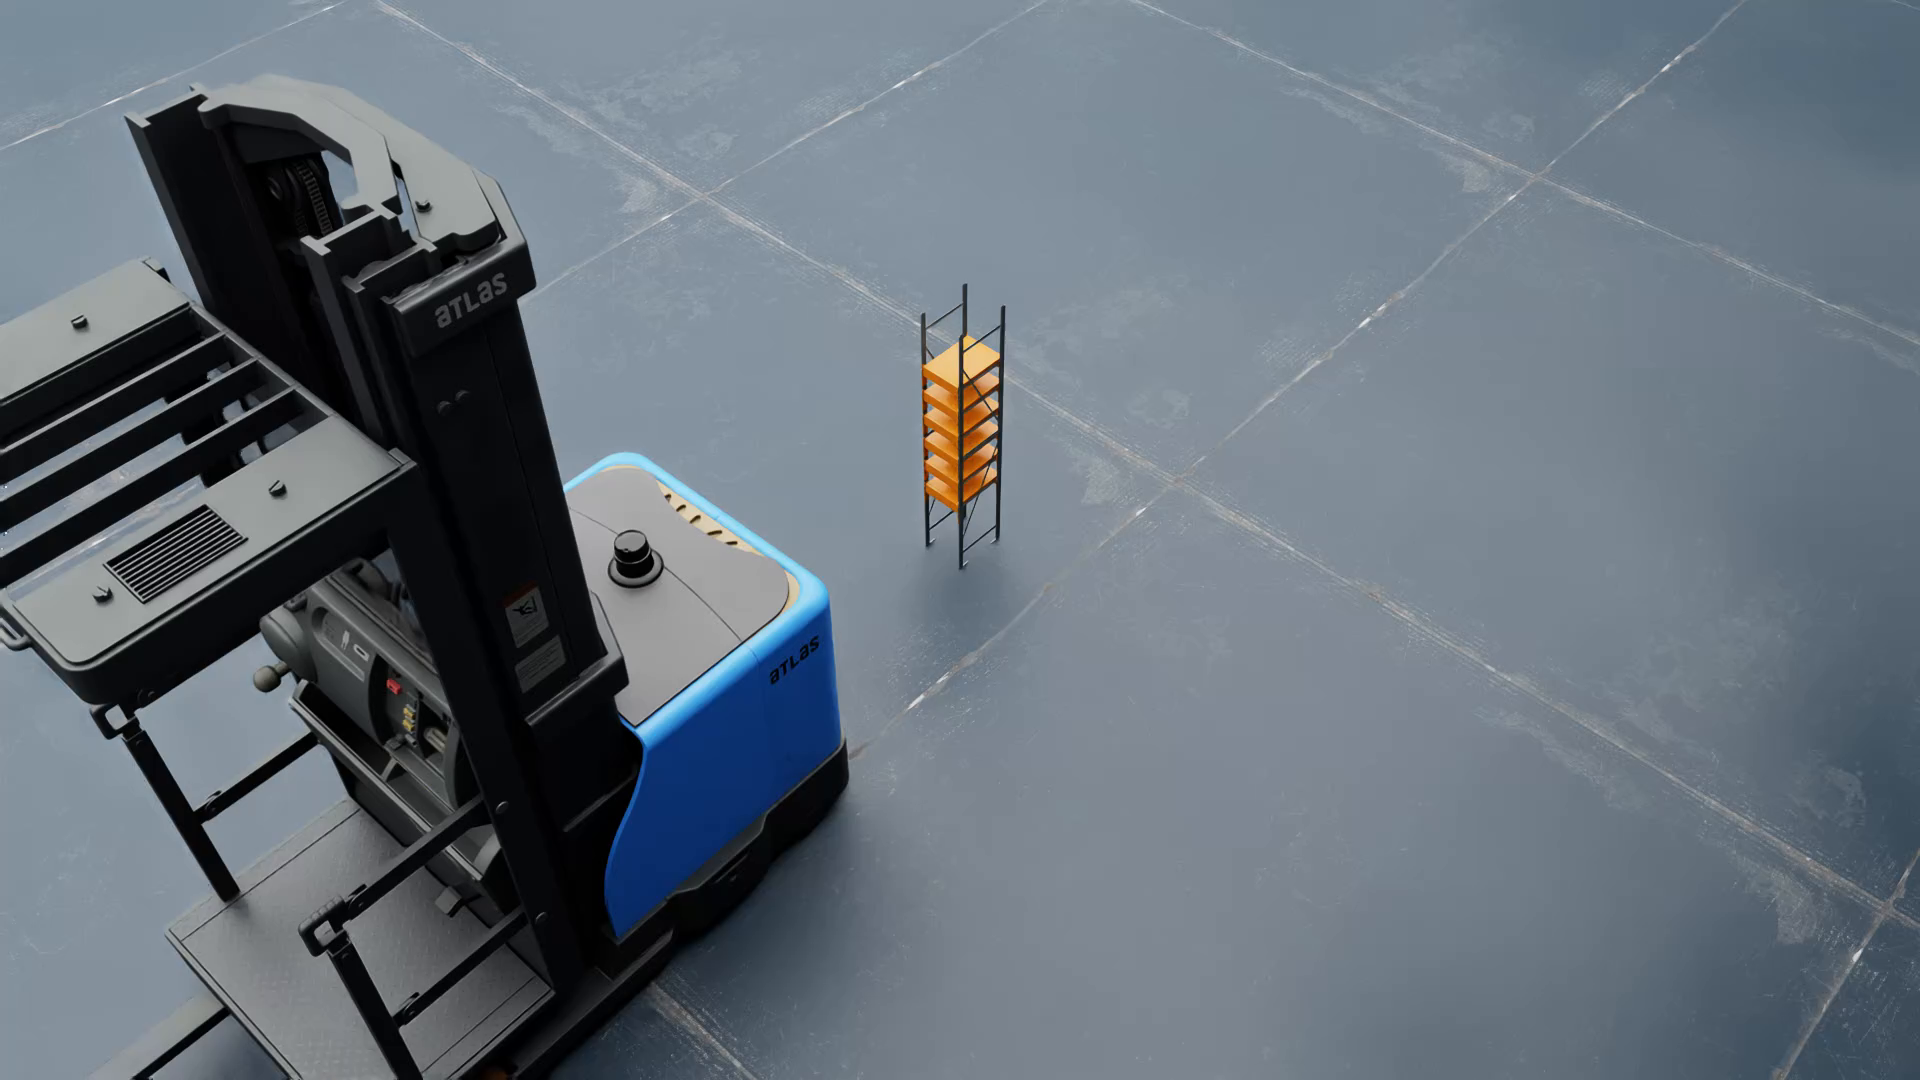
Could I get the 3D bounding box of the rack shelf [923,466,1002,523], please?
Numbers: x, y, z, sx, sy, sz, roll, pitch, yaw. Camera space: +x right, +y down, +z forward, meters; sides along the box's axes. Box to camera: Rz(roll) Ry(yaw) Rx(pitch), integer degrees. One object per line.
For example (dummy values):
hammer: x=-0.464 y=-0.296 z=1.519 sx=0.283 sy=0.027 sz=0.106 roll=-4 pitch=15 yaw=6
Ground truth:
rack shelf: x=0.011 y=-0.209 z=6.513 sx=0.180 sy=0.103 sz=0.258 roll=34 pitch=55 yaw=28

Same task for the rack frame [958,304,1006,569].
rack frame: x=0.078 y=-0.358 z=6.263 sx=0.006 sy=1.200 sz=0.240 roll=34 pitch=55 yaw=28

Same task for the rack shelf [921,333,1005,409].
rack shelf: x=0.011 y=-0.620 z=6.076 sx=0.180 sy=0.103 sz=0.258 roll=34 pitch=55 yaw=28

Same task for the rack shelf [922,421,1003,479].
rack shelf: x=0.011 y=-0.373 z=6.338 sx=0.180 sy=0.103 sz=0.258 roll=34 pitch=55 yaw=28

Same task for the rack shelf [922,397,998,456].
rack shelf: x=0.011 y=-0.455 z=6.251 sx=0.180 sy=0.103 sz=0.258 roll=34 pitch=55 yaw=28

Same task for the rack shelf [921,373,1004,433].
rack shelf: x=0.011 y=-0.537 z=6.163 sx=0.180 sy=0.103 sz=0.258 roll=34 pitch=55 yaw=28

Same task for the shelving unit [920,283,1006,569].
shelving unit: x=0.011 y=-0.404 z=6.306 sx=0.189 sy=1.200 sz=0.258 roll=34 pitch=55 yaw=28

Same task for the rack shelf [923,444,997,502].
rack shelf: x=0.011 y=-0.291 z=6.426 sx=0.180 sy=0.103 sz=0.258 roll=34 pitch=55 yaw=28

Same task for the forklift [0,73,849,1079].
forklift: x=-1.747 y=0.447 z=4.320 sx=1.130 sy=2.935 sz=3.031 roll=33 pitch=55 yaw=27

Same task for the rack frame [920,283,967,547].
rack frame: x=-0.057 y=-0.449 z=6.348 sx=0.006 sy=1.200 sz=0.240 roll=34 pitch=55 yaw=28
